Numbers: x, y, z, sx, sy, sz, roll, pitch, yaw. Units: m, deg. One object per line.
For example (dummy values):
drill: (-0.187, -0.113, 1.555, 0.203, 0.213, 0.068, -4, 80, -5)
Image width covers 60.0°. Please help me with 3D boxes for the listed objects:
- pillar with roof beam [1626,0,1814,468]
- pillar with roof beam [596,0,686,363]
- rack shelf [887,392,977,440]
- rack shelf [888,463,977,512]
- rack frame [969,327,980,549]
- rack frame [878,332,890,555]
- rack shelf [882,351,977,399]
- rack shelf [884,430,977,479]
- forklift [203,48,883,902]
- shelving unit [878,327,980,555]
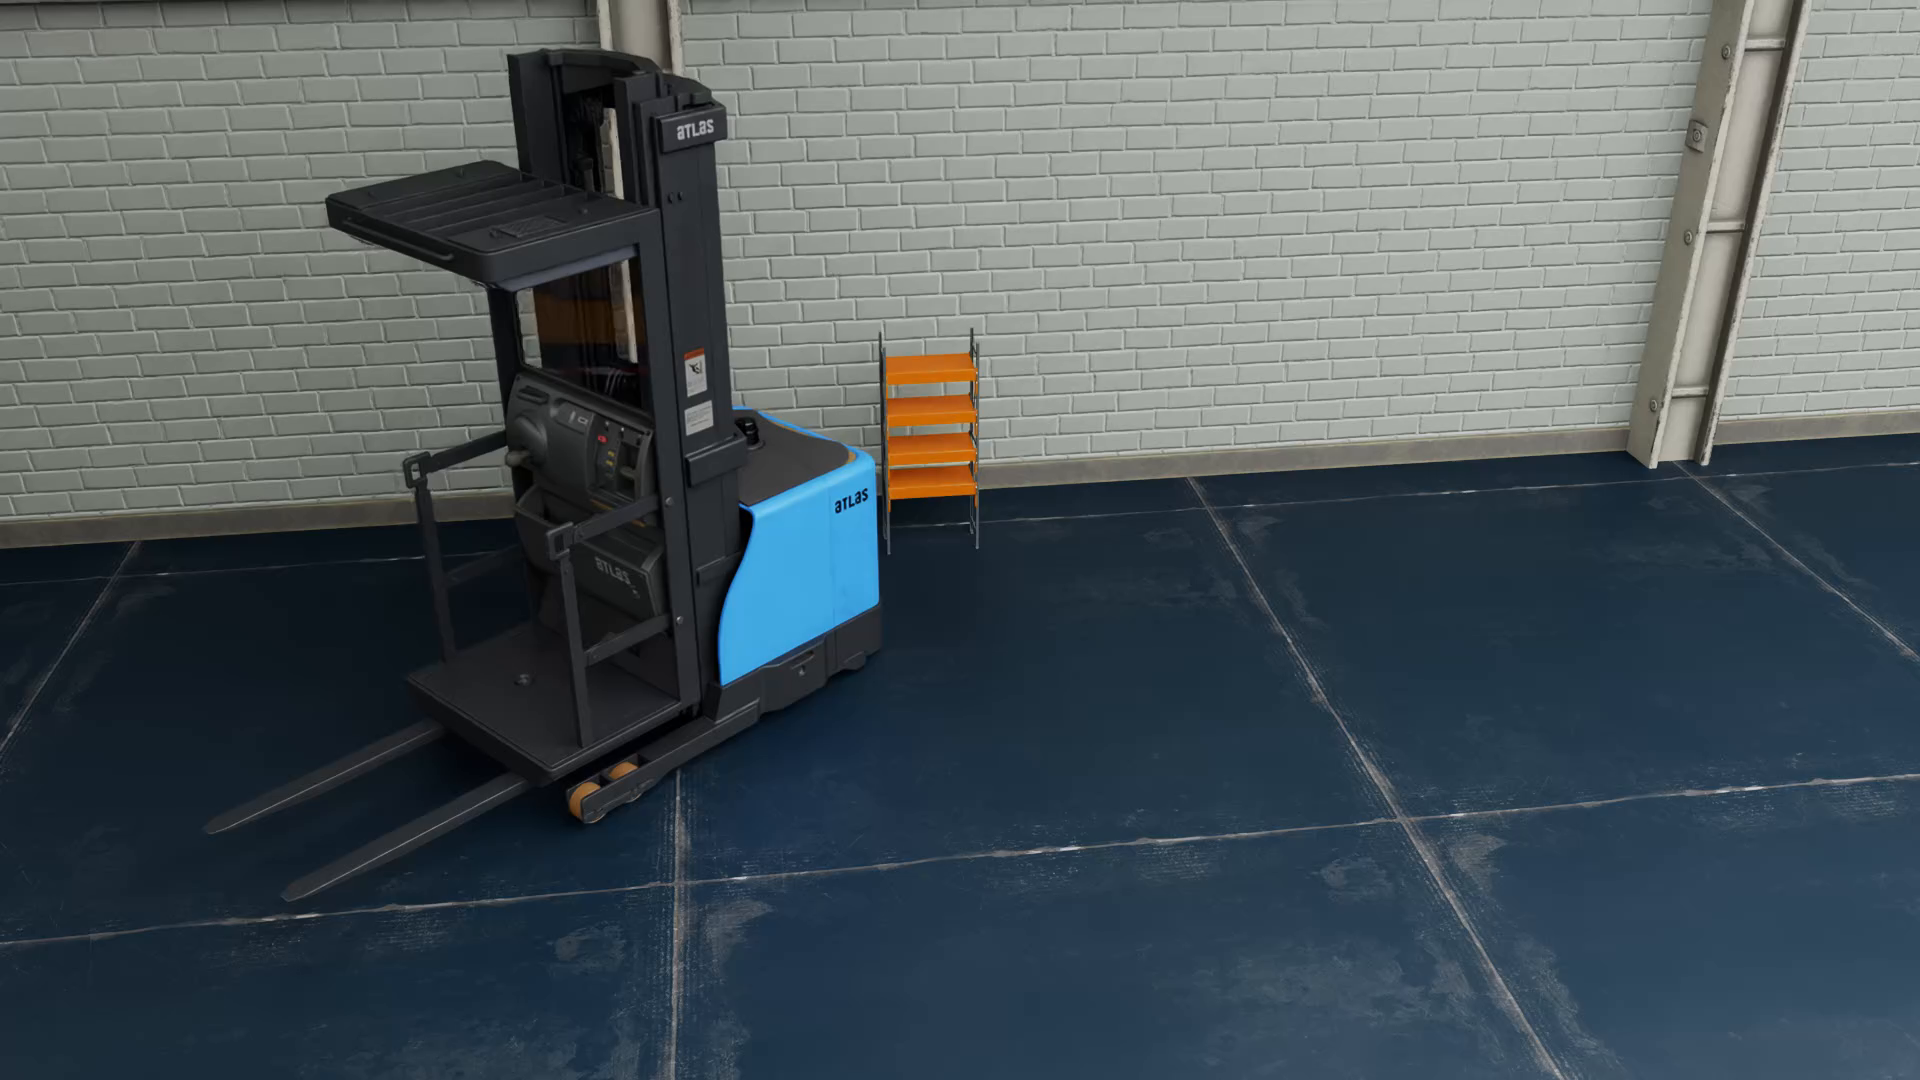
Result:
pillar with roof beam: (4.955, -2.574, 4.410, 0.400, 9.000, 9.100, -4, 27, -7)
pillar with roof beam: (-0.987, -2.193, 3.666, 0.400, 9.000, 9.100, -4, 27, -7)
rack shelf: (-0.164, -0.662, 8.884, 0.480, 0.148, 0.258, -4, 27, -7)
rack shelf: (-0.164, -0.287, 9.077, 0.480, 0.148, 0.258, -4, 27, -7)
rack frame: (0.078, -0.539, 8.986, 0.015, 1.200, 0.240, -4, 27, -7)
rack frame: (-0.406, -0.508, 8.925, 0.015, 1.200, 0.240, -4, 27, -7)
rack shelf: (-0.164, -0.873, 8.776, 0.480, 0.148, 0.258, -4, 27, -7)
rack shelf: (-0.164, -0.463, 8.986, 0.480, 0.148, 0.258, -4, 27, -7)
forklift: (-1.729, -0.384, 6.788, 1.130, 2.935, 3.031, 22, 35, 36)
shelving unit: (-0.164, -0.523, 8.956, 0.503, 1.200, 0.258, -4, 27, -7)
